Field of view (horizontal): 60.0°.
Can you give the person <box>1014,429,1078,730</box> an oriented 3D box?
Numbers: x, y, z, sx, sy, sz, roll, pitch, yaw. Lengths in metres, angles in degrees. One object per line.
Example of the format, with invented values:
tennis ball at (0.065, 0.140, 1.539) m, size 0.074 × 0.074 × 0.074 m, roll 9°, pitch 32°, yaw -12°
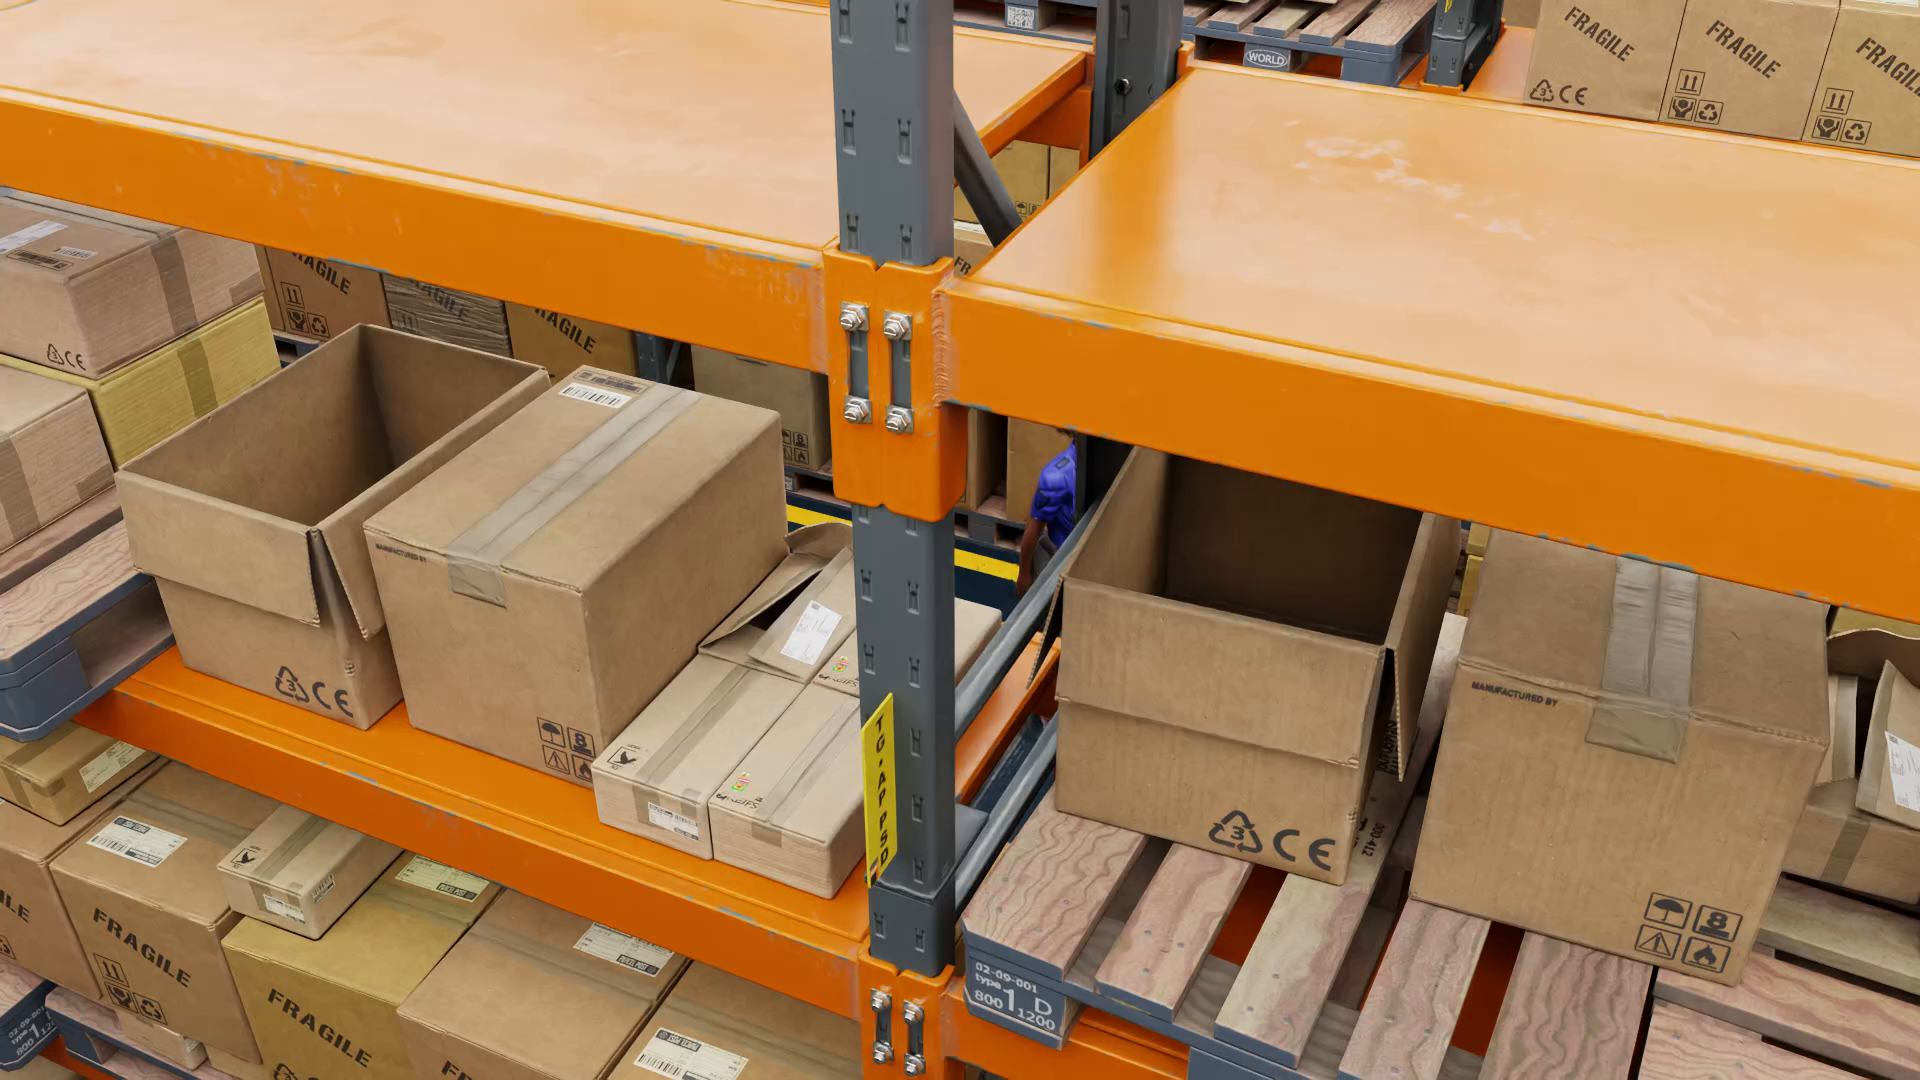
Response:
person at (0.438, 0.112, 7.328) m, size 0.533 × 1.683 × 0.482 m, roll 21°, pitch 39°, yaw 28°
